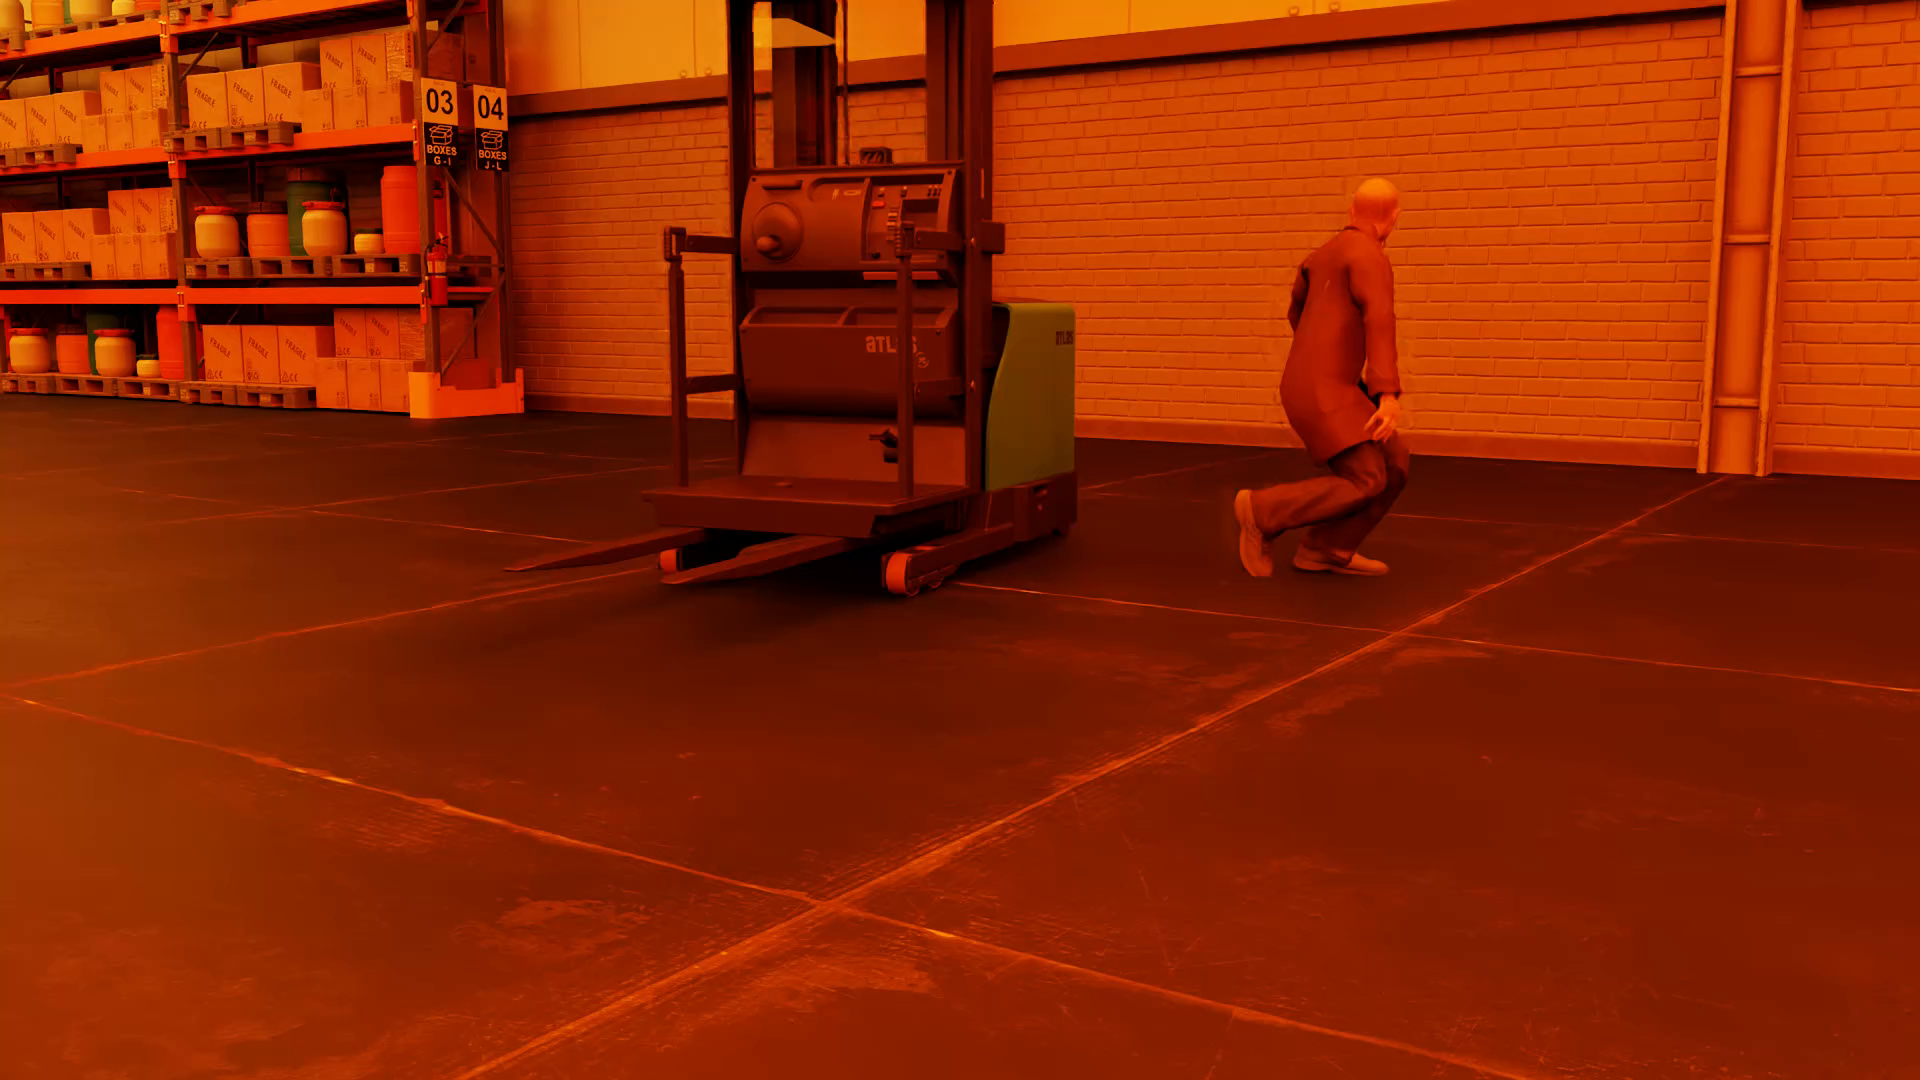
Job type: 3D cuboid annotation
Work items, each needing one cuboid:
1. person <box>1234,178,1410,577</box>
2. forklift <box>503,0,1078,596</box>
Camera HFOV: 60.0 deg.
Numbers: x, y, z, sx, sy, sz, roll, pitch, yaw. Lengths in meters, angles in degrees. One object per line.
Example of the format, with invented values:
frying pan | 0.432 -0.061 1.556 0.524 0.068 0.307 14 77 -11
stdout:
person | 1.428 -0.615 6.503 0.676 1.573 0.877 2 8 11
forklift | -0.537 -1.311 6.409 1.130 2.935 3.031 4 9 25
